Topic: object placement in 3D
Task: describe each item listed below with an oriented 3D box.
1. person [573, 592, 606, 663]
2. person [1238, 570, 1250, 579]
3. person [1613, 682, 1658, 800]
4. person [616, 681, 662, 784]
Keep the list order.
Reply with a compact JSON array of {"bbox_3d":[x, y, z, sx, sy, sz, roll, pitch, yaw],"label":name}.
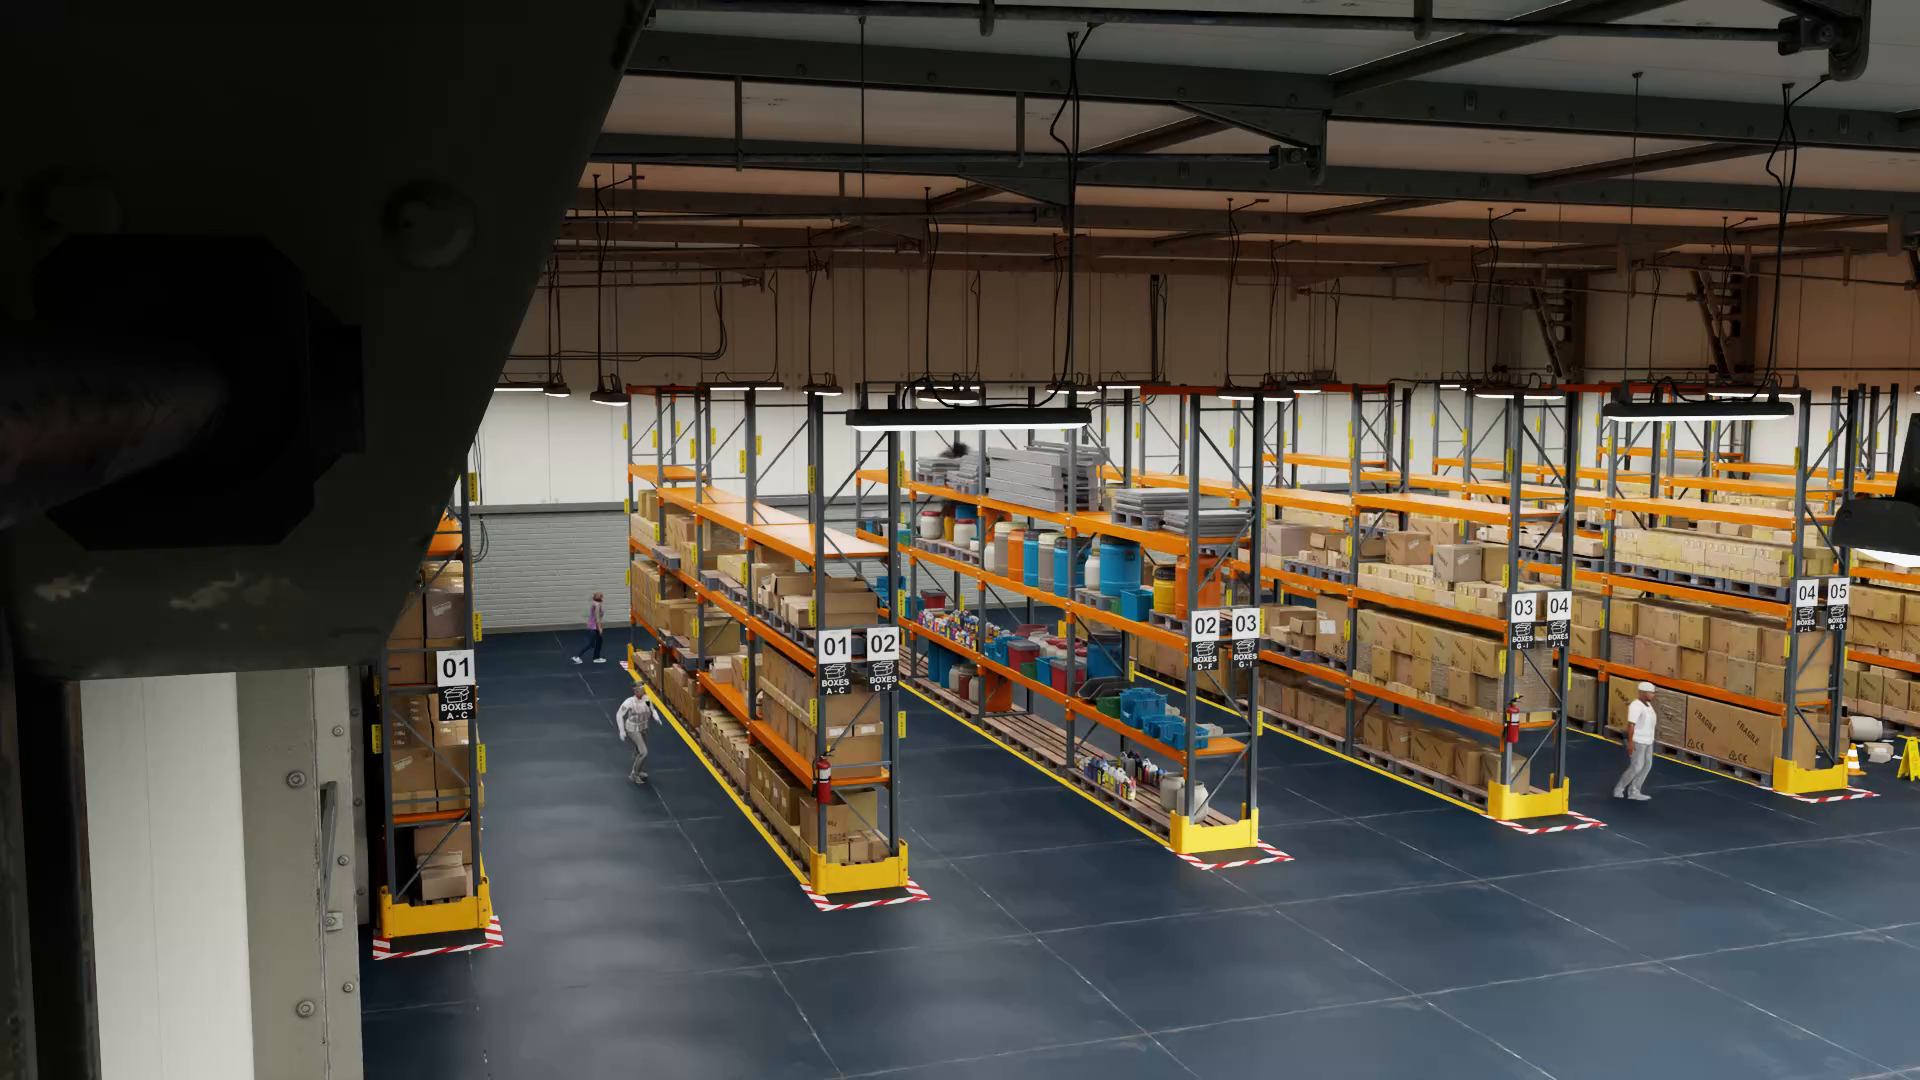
[{"bbox_3d":[-7.985,1.890,35.739,0.731,1.534,0.574,-2,6,-21],"label":"person"},{"bbox_3d":[7.250,1.138,41.721,0.673,1.845,0.865,3,7,30],"label":"person"},{"bbox_3d":[9.902,2.945,24.379,0.488,1.749,0.670,5,8,42],"label":"person"},{"bbox_3d":[-4.884,2.936,25.466,0.751,1.630,0.607,3,7,28],"label":"person"}]
